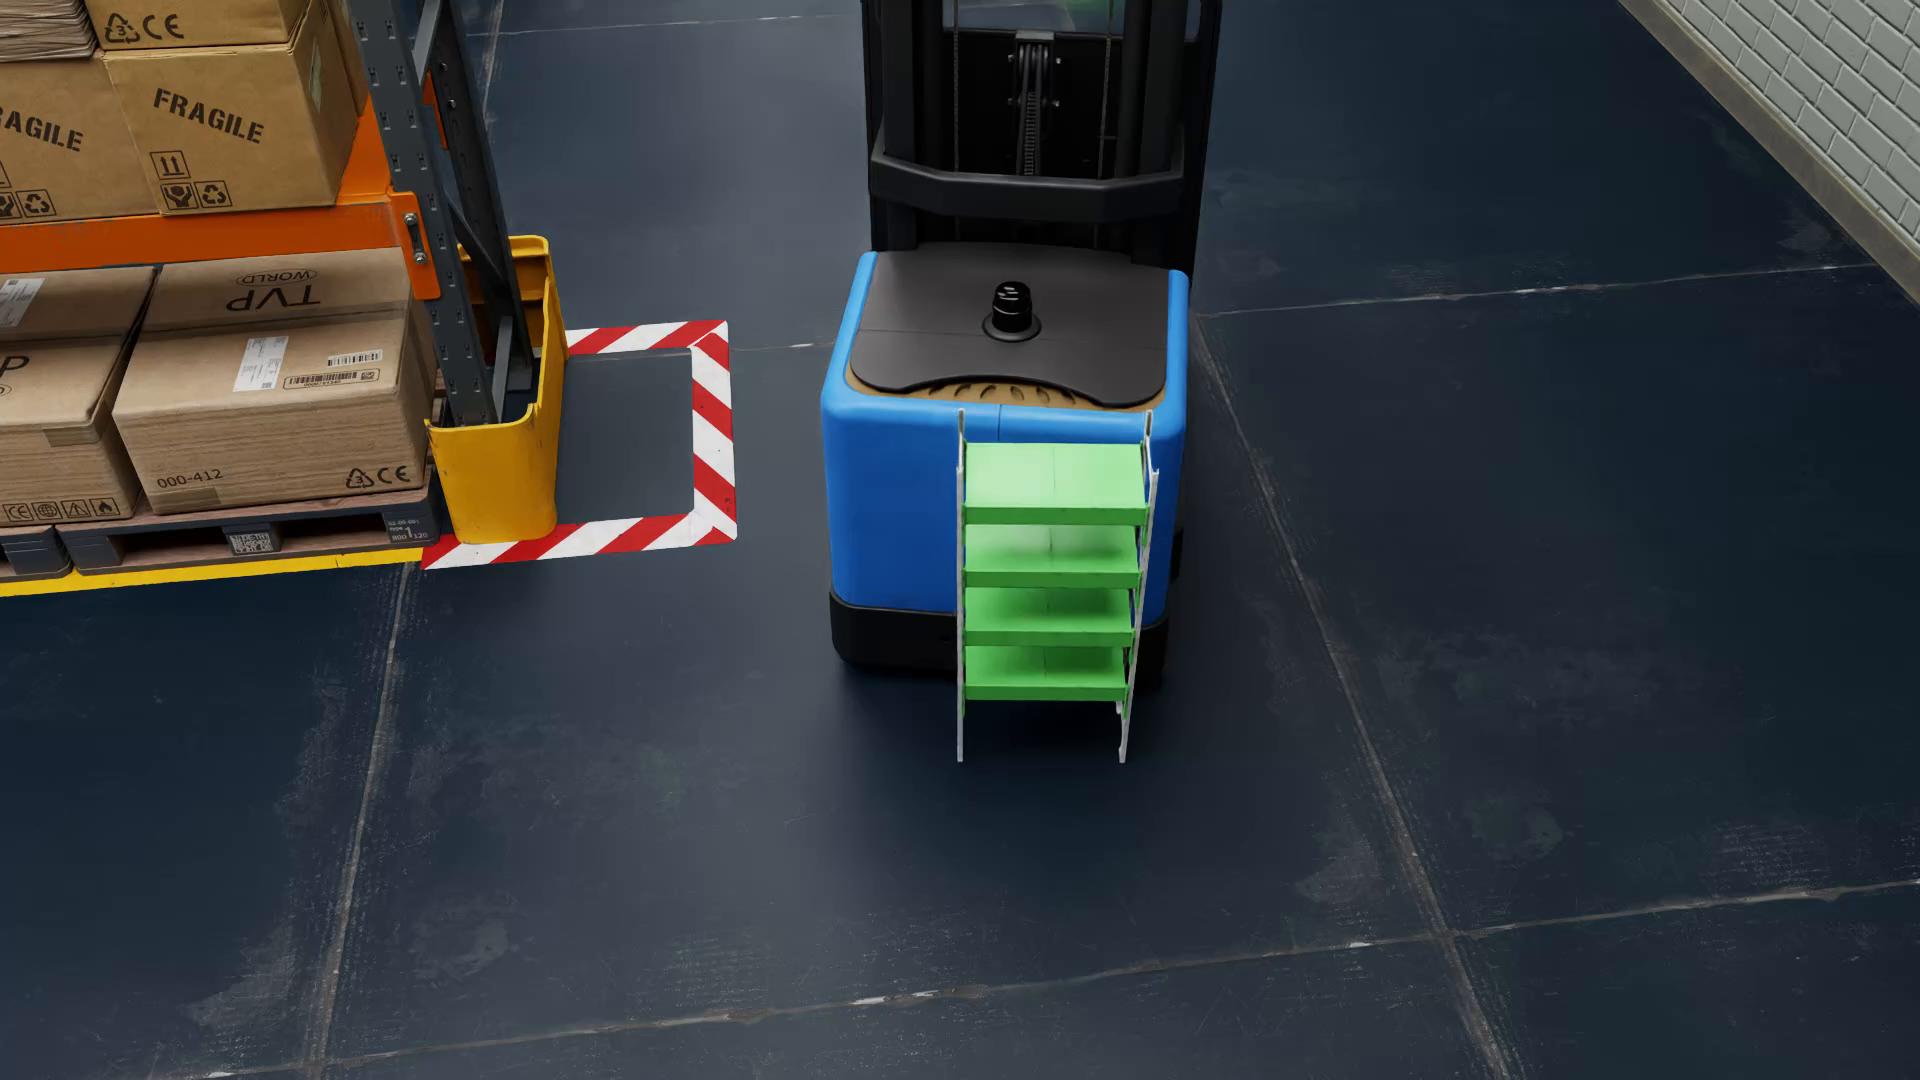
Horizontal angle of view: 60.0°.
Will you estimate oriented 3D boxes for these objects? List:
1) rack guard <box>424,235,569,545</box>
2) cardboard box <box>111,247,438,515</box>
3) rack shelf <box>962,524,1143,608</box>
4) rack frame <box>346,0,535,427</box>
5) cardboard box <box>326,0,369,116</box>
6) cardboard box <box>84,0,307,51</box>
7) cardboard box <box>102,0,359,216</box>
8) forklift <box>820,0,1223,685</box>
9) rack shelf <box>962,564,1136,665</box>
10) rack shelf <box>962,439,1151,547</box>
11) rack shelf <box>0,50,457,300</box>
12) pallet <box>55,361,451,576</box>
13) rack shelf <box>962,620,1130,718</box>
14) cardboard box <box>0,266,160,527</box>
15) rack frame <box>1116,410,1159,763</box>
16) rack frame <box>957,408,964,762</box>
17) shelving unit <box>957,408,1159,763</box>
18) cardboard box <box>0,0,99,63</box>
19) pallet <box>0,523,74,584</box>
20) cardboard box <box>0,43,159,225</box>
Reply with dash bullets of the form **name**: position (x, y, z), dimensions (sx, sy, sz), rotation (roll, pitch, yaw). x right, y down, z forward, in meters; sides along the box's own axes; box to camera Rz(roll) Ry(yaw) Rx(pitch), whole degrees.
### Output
- **rack guard**: position (-1.649, -0.567, 6.005), dimensions (0.348, 0.500, 1.175), rotation (-5, 42, -6)
- **cardboard box**: position (-2.314, -0.574, 5.746), dimensions (0.875, 0.438, 0.875), rotation (-6, 42, -7)
- **rack shelf**: position (0.246, 0.042, 4.533), dimensions (0.480, 0.148, 0.258), rotation (0, 46, 1)
- **rack frame**: position (-1.672, -1.493, 5.166), dimensions (0.127, 3.000, 1.000), rotation (-5, 42, -6)
- **cardboard box**: position (-2.186, -1.679, 5.297), dimensions (0.500, 0.500, 0.500), rotation (-5, 42, -6)
- **cardboard box**: position (-2.120, -1.701, 4.575), dimensions (0.500, 0.500, 0.500), rotation (-4, 42, -4)
- **cardboard box**: position (-2.116, -1.312, 4.891), dimensions (0.500, 0.500, 0.500), rotation (-5, 42, -5)
- **forklift**: position (0.273, -1.626, 5.364), dimensions (1.130, 2.935, 3.031), rotation (4, 42, 5)
- **rack shelf**: position (0.246, 0.210, 4.705), dimensions (0.480, 0.148, 0.258), rotation (0, 46, 1)
- **rack shelf**: position (0.246, -0.125, 4.361), dimensions (0.480, 0.148, 0.258), rotation (0, 46, 1)
- **rack shelf**: position (-3.656, -1.052, 5.214), dimensions (4.000, 0.370, 1.077), rotation (-5, 42, -6)
- **pallet**: position (-2.455, -0.336, 5.965), dimensions (1.213, 0.211, 1.003), rotation (-5, 42, -6)
- **rack shelf**: position (0.246, 0.377, 4.877), dimensions (0.480, 0.148, 0.258), rotation (0, 46, 1)
- **cardboard box**: position (-3.220, -0.489, 5.652), dimensions (0.875, 0.438, 0.875), rotation (-4, 42, -4)
- **rack frame**: position (0.490, 0.167, 4.656), dimensions (0.015, 1.200, 0.240), rotation (0, 46, 1)
- **rack frame**: position (0.002, 0.163, 4.661), dimensions (0.015, 1.200, 0.240), rotation (0, 46, 1)
- **shelving unit**: position (0.246, 0.165, 4.659), dimensions (0.503, 1.200, 0.258), rotation (0, 46, 1)
- **cardboard box**: position (-2.634, -1.636, 4.504), dimensions (0.500, 0.500, 0.500), rotation (-5, 42, -5)
- **pallet**: position (-3.662, -0.232, 5.850), dimensions (1.213, 0.211, 1.003), rotation (-5, 42, -6)
- **cardboard box**: position (-2.616, -1.279, 4.854), dimensions (0.500, 0.500, 0.500), rotation (-6, 42, -6)
